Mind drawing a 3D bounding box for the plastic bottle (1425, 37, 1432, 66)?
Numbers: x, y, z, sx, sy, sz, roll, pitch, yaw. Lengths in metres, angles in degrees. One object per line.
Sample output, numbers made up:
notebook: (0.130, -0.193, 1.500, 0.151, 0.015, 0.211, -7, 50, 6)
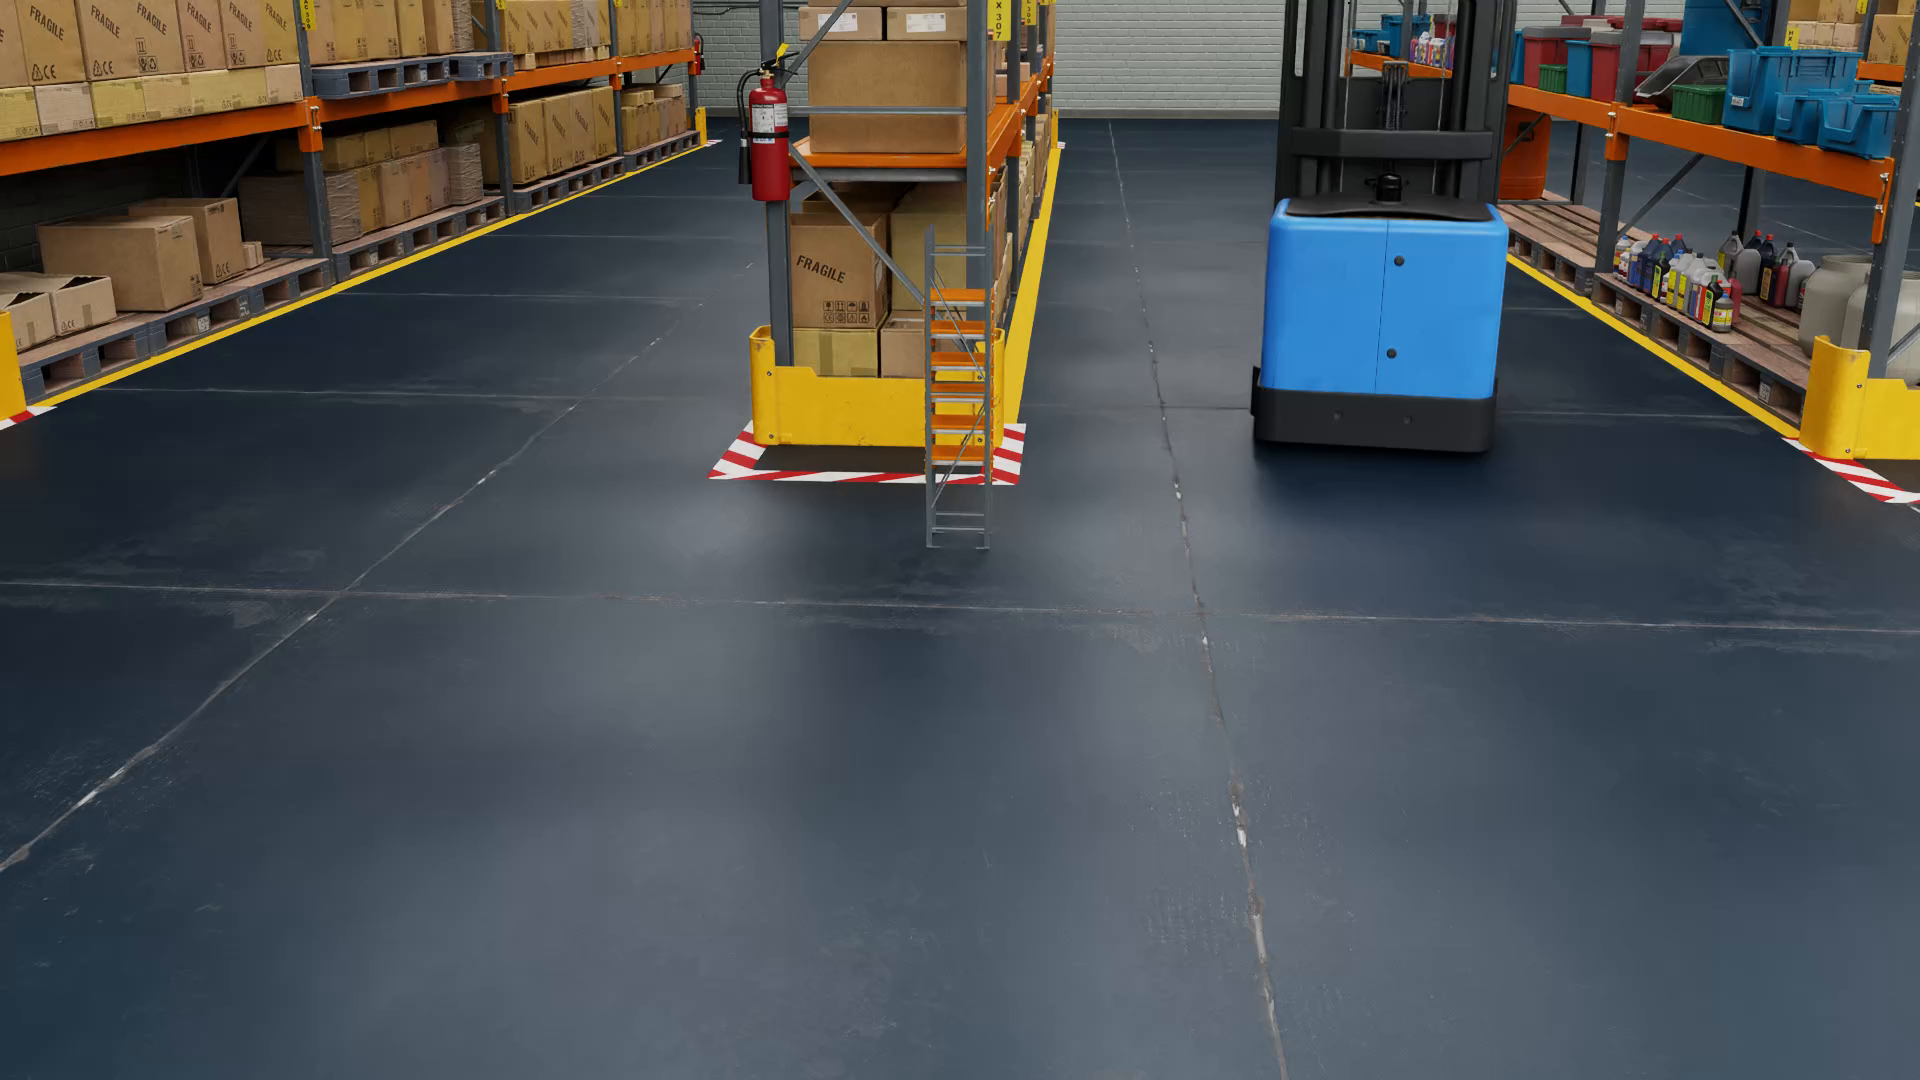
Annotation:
plastic bottle: (4.905, -5.101, 17.360, 0.061, 0.283, 0.133, 1, 18, 4)

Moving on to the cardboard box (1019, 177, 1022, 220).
cardboard box: (0.184, -2.446, 11.911, 0.500, 0.311, 0.500, 1, 18, 4)

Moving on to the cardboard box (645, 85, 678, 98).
cardboard box: (-3.970, -5.977, 22.145, 0.380, 0.149, 0.250, 2, 18, 5)

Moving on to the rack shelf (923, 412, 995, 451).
rack shelf: (-0.001, -0.409, 6.274, 0.258, 0.103, 0.180, 1, 18, 4)

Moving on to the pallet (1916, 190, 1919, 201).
pallet: (10.295, -3.480, 16.703, 1.003, 0.211, 1.213, 1, 18, 4)

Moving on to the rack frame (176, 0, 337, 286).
rack frame: (-5.035, -3.273, 11.595, 1.000, 3.000, 0.127, 1, 18, 4)

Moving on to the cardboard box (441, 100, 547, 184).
cardboard box: (-4.565, -3.919, 16.344, 0.750, 0.750, 0.750, 1, 18, 3)

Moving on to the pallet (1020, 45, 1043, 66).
pallet: (0.328, -4.919, 16.926, 1.003, 0.211, 1.213, 1, 18, 4)

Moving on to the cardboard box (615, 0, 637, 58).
cardboard box: (-4.406, -6.068, 19.644, 0.980, 0.700, 0.700, 2, 18, 5)

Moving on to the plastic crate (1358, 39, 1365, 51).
plastic crate: (5.207, -6.304, 21.173, 0.250, 0.136, 0.298, 1, 18, 4)

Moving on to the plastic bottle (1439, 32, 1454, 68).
plastic bottle: (4.895, -4.908, 16.664, 0.144, 0.351, 0.185, 1, 18, 4)

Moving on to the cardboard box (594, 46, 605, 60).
cardboard box: (-4.198, -5.458, 18.633, 0.380, 0.149, 0.250, 2, 18, 5)

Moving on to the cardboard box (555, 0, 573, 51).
cardboard box: (-4.345, -5.337, 17.224, 0.500, 0.500, 0.500, 2, 18, 5)

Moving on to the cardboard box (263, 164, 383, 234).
cardboard box: (-5.012, -2.685, 13.108, 0.700, 0.500, 0.500, 1, 18, 3)

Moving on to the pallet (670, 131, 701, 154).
pallet: (-4.154, -5.425, 22.640, 1.003, 0.211, 1.213, 1, 18, 4)

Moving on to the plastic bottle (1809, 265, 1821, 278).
plastic bottle: (5.047, -1.479, 9.794, 0.097, 0.271, 0.097, 0, 18, 0)

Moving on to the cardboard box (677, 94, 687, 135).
cardboard box: (-4.125, -5.792, 22.622, 0.700, 0.500, 0.500, 1, 18, 4)

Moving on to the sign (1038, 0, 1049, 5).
sign: (0.747, -4.945, 14.837, 0.100, 0.325, 0.005, 1, 18, 4)

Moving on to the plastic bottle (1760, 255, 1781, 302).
plastic bottle: (4.947, -1.598, 10.139, 0.061, 0.283, 0.133, 1, 18, 4)

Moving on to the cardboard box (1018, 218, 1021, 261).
cardboard box: (0.182, -2.176, 11.989, 0.500, 0.250, 0.500, 1, 18, 3)

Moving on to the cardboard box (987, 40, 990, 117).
cardboard box: (-0.191, -2.754, 9.849, 0.700, 0.500, 0.500, 2, 18, 5)

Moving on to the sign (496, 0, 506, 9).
sign: (-4.206, -5.019, 15.190, 0.100, 0.325, 0.005, 1, 18, 4)

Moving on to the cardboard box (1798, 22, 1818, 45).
cardboard box: (10.201, -5.958, 19.553, 0.500, 0.250, 0.500, 2, 18, 5)

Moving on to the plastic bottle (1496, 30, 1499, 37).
plastic bottle: (5.681, -5.220, 17.617, 0.144, 0.351, 0.185, 1, 18, 4)

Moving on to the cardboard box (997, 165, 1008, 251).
cardboard box: (0.044, -2.109, 10.579, 0.500, 0.500, 0.500, 1, 18, 4)

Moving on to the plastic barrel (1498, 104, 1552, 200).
plastic barrel: (5.151, -3.615, 15.449, 0.600, 0.830, 0.708, 1, 18, 4)

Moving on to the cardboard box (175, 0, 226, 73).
cardboard box: (-4.837, -3.103, 10.079, 0.500, 0.500, 0.500, 1, 18, 2)

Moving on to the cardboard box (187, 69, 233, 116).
cardboard box: (-4.831, -2.746, 10.196, 0.500, 0.250, 0.500, 1, 18, 4)

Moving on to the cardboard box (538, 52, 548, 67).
cardboard box: (-4.429, -4.903, 16.940, 0.380, 0.149, 0.250, 2, 18, 5)

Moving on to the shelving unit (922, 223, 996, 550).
shelving unit: (-0.001, -0.566, 6.222, 0.258, 1.200, 0.189, 1, 18, 4)

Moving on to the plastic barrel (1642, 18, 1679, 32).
plastic barrel: (5.186, -3.637, 12.486, 0.433, 0.535, 0.433, 0, 18, 0)

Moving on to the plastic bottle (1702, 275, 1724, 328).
plastic bottle: (4.244, -1.345, 9.366, 0.061, 0.283, 0.133, 2, 18, 5)

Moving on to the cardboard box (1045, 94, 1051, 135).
cardboard box: (0.973, -5.737, 22.424, 0.500, 0.500, 0.500, 1, 18, 4)

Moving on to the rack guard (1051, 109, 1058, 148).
rack guard: (0.761, -5.679, 22.952, 1.175, 0.500, 0.348, 1, 18, 4)

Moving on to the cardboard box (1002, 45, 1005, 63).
cardboard box: (0.123, -4.252, 14.724, 0.500, 0.311, 0.500, 2, 18, 7)

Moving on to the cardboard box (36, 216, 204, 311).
cardboard box: (-5.039, -1.669, 10.006, 0.700, 0.500, 0.500, 0, 18, 0)

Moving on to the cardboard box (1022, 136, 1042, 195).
cardboard box: (0.511, -3.562, 15.785, 0.500, 0.500, 0.500, 2, 18, 6)

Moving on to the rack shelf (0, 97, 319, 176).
rack shelf: (-5.178, -2.310, 9.811, 1.077, 0.370, 4.000, 1, 18, 4)

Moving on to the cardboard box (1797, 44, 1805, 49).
cardboard box: (10.147, -5.808, 19.734, 0.380, 0.149, 0.250, 1, 18, 3)

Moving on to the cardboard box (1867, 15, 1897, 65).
cardboard box: (10.078, -5.336, 17.731, 0.500, 0.500, 0.500, 1, 18, 4)

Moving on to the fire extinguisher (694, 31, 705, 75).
fire extinguisher: (-3.704, -6.823, 23.151, 0.296, 0.674, 0.183, 1, 18, 4)

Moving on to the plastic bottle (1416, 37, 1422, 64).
plastic bottle: (4.962, -5.263, 17.875, 0.097, 0.271, 0.097, 0, 18, 0)

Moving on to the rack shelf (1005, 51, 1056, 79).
rack shelf: (0.623, -5.928, 20.851, 1.077, 0.370, 4.000, 1, 18, 4)

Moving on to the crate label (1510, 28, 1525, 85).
crate label: (4.792, -4.009, 13.782, 0.502, 0.435, 0.616, 1, 18, 4)

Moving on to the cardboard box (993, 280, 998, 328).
cardboard box: (-0.052, -1.287, 9.273, 0.500, 0.250, 0.500, 1, 18, 4)

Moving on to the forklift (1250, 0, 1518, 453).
forklift: (2.183, -2.201, 8.433, 1.130, 2.935, 3.031, 4, 19, 12)

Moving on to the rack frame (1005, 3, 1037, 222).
rack frame: (0.193, -4.406, 15.052, 1.000, 3.000, 0.127, 1, 18, 4)

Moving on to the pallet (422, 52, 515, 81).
pallet: (-4.693, -4.201, 14.733, 1.213, 0.211, 1.003, 1, 18, 4)

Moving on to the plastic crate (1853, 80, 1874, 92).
plastic crate: (5.038, -2.632, 9.876, 0.499, 0.251, 0.616, 1, 18, 4)

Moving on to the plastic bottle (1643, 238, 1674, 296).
plastic bottle: (4.361, -1.702, 10.348, 0.144, 0.351, 0.185, 1, 18, 2)
